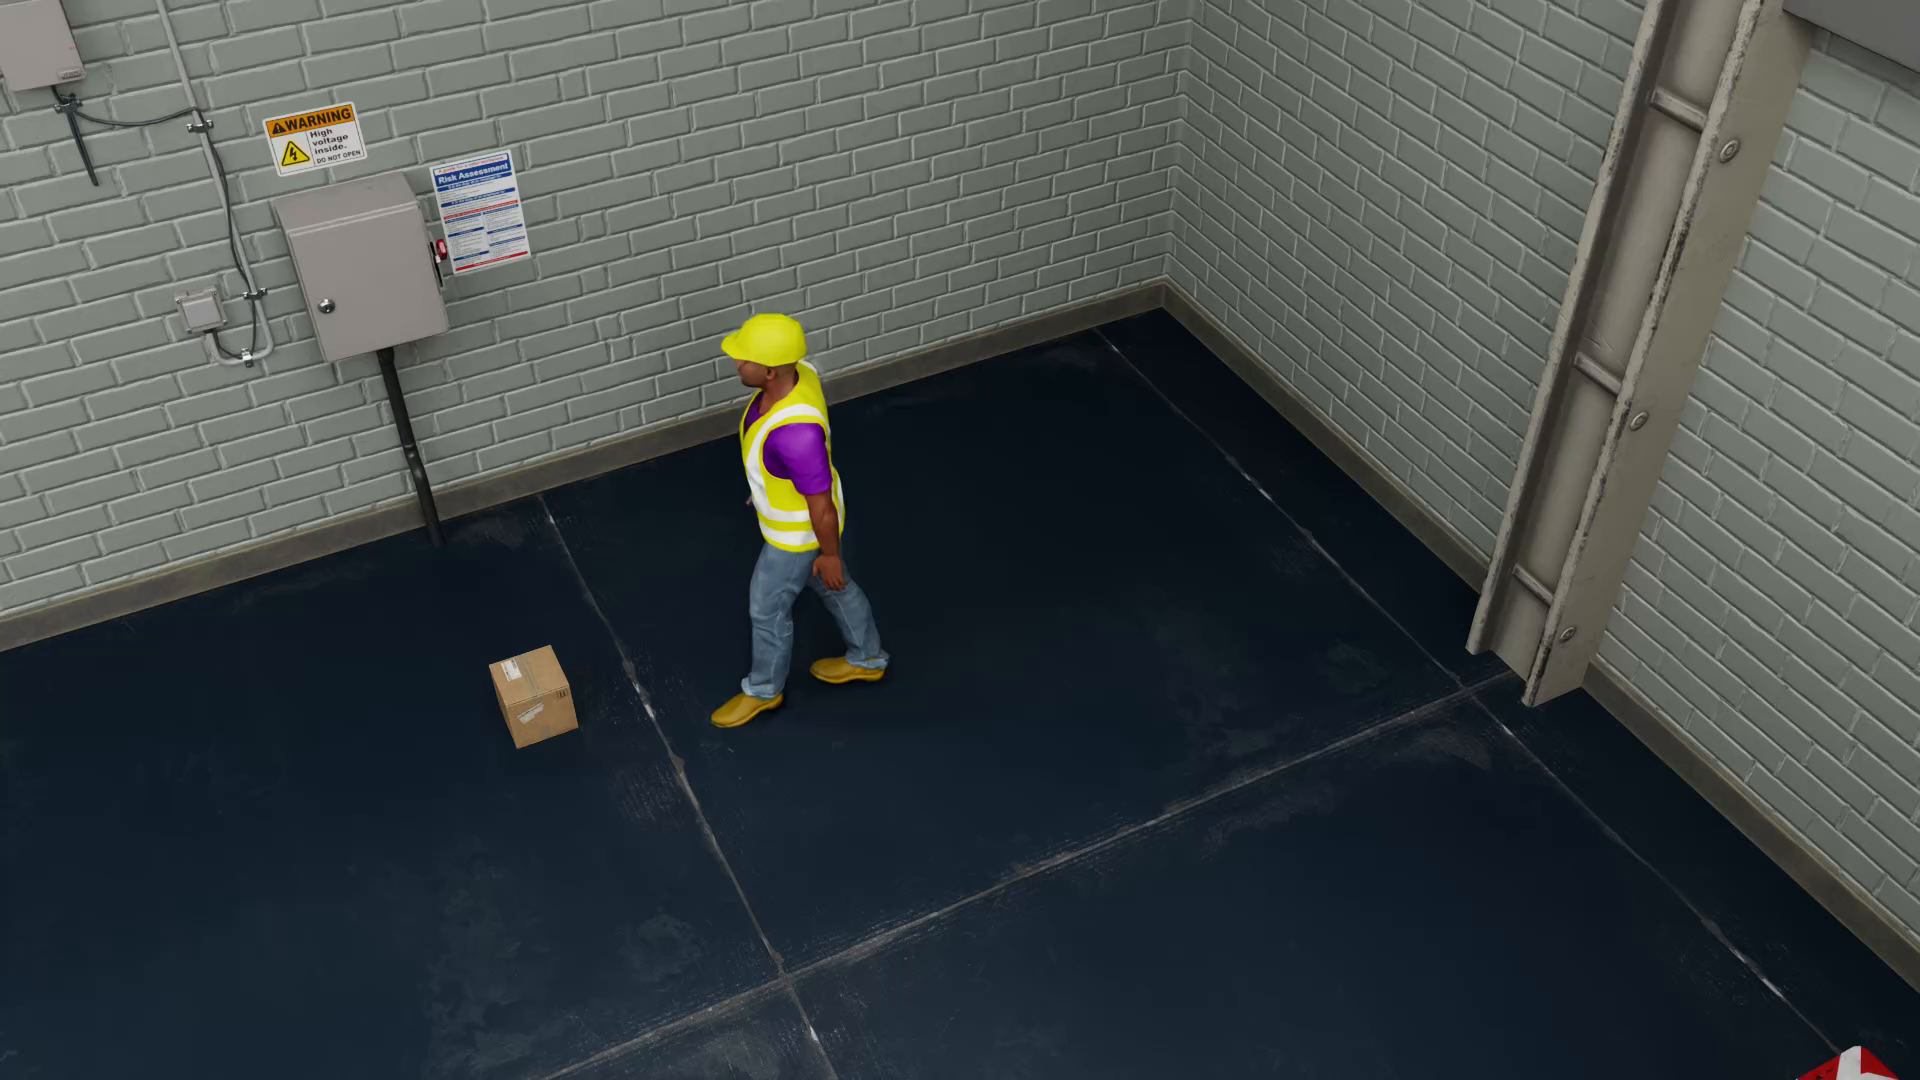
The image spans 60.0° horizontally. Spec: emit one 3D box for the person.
[{"bbox_3d":[-0.645,-0.084,6.236,0.722,1.782,0.582,-2,41,-2],"label":"person"}]
